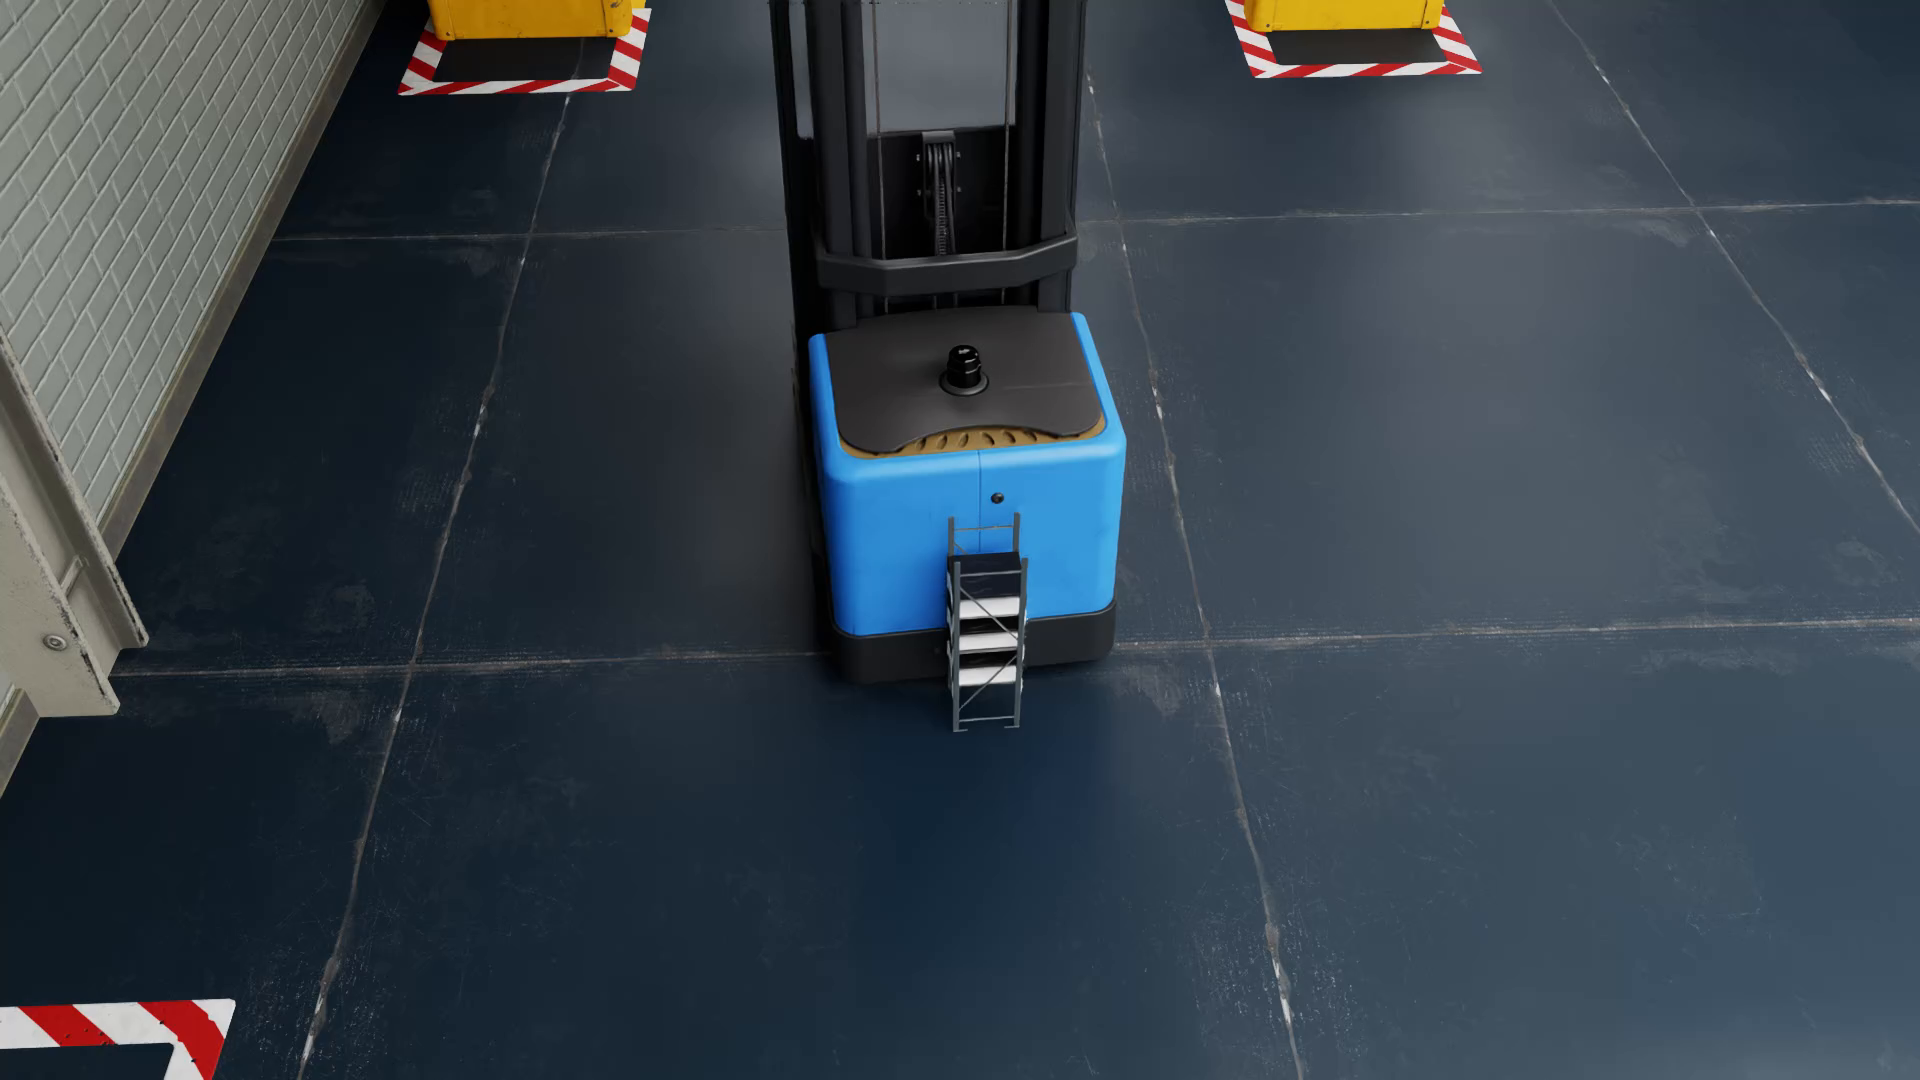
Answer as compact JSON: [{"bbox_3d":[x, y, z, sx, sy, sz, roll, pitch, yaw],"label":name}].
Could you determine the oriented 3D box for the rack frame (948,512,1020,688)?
[{"bbox_3d":[0.077,0.227,5.816,0.240,0.900,0.006,-4,47,-4],"label":"rack frame"}]

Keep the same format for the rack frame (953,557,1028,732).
[{"bbox_3d":[0.097,0.374,5.677,0.240,0.900,0.006,-4,47,-4],"label":"rack frame"}]

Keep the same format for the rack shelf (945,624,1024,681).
[{"bbox_3d":[0.086,0.385,5.836,0.258,0.077,0.200,-4,47,-4],"label":"rack shelf"}]

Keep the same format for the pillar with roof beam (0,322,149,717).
[{"bbox_3d":[1.063,-2.935,3.292,9.100,9.000,0.400,-2,43,-2],"label":"pillar with roof beam"}]

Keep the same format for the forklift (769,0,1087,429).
[{"bbox_3d":[-0.134,-1.556,6.279,1.110,2.935,3.031,-6,43,-6],"label":"forklift"}]

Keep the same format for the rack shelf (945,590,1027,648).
[{"bbox_3d":[0.088,0.261,5.705,0.258,0.077,0.200,-4,47,-4],"label":"rack shelf"}]

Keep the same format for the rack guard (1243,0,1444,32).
[{"bbox_3d":[2.351,-3.410,10.100,1.175,0.500,0.348,-2,43,-2],"label":"rack guard"}]

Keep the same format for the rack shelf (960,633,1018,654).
[{"bbox_3d":[0.087,0.309,5.756,0.221,0.026,0.190,-4,47,-4],"label":"rack shelf"}]

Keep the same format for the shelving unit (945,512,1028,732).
[{"bbox_3d":[0.087,0.300,5.746,0.258,0.900,0.210,-4,47,-4],"label":"shelving unit"}]

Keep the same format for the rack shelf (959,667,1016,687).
[{"bbox_3d":[0.086,0.433,5.887,0.221,0.026,0.190,-4,47,-4],"label":"rack shelf"}]

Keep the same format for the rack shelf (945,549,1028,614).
[{"bbox_3d":[0.089,0.138,5.574,0.258,0.077,0.200,-4,47,-4],"label":"rack shelf"}]

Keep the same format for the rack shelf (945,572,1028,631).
[{"bbox_3d":[0.088,0.200,5.640,0.258,0.077,0.200,-4,47,-4],"label":"rack shelf"}]
